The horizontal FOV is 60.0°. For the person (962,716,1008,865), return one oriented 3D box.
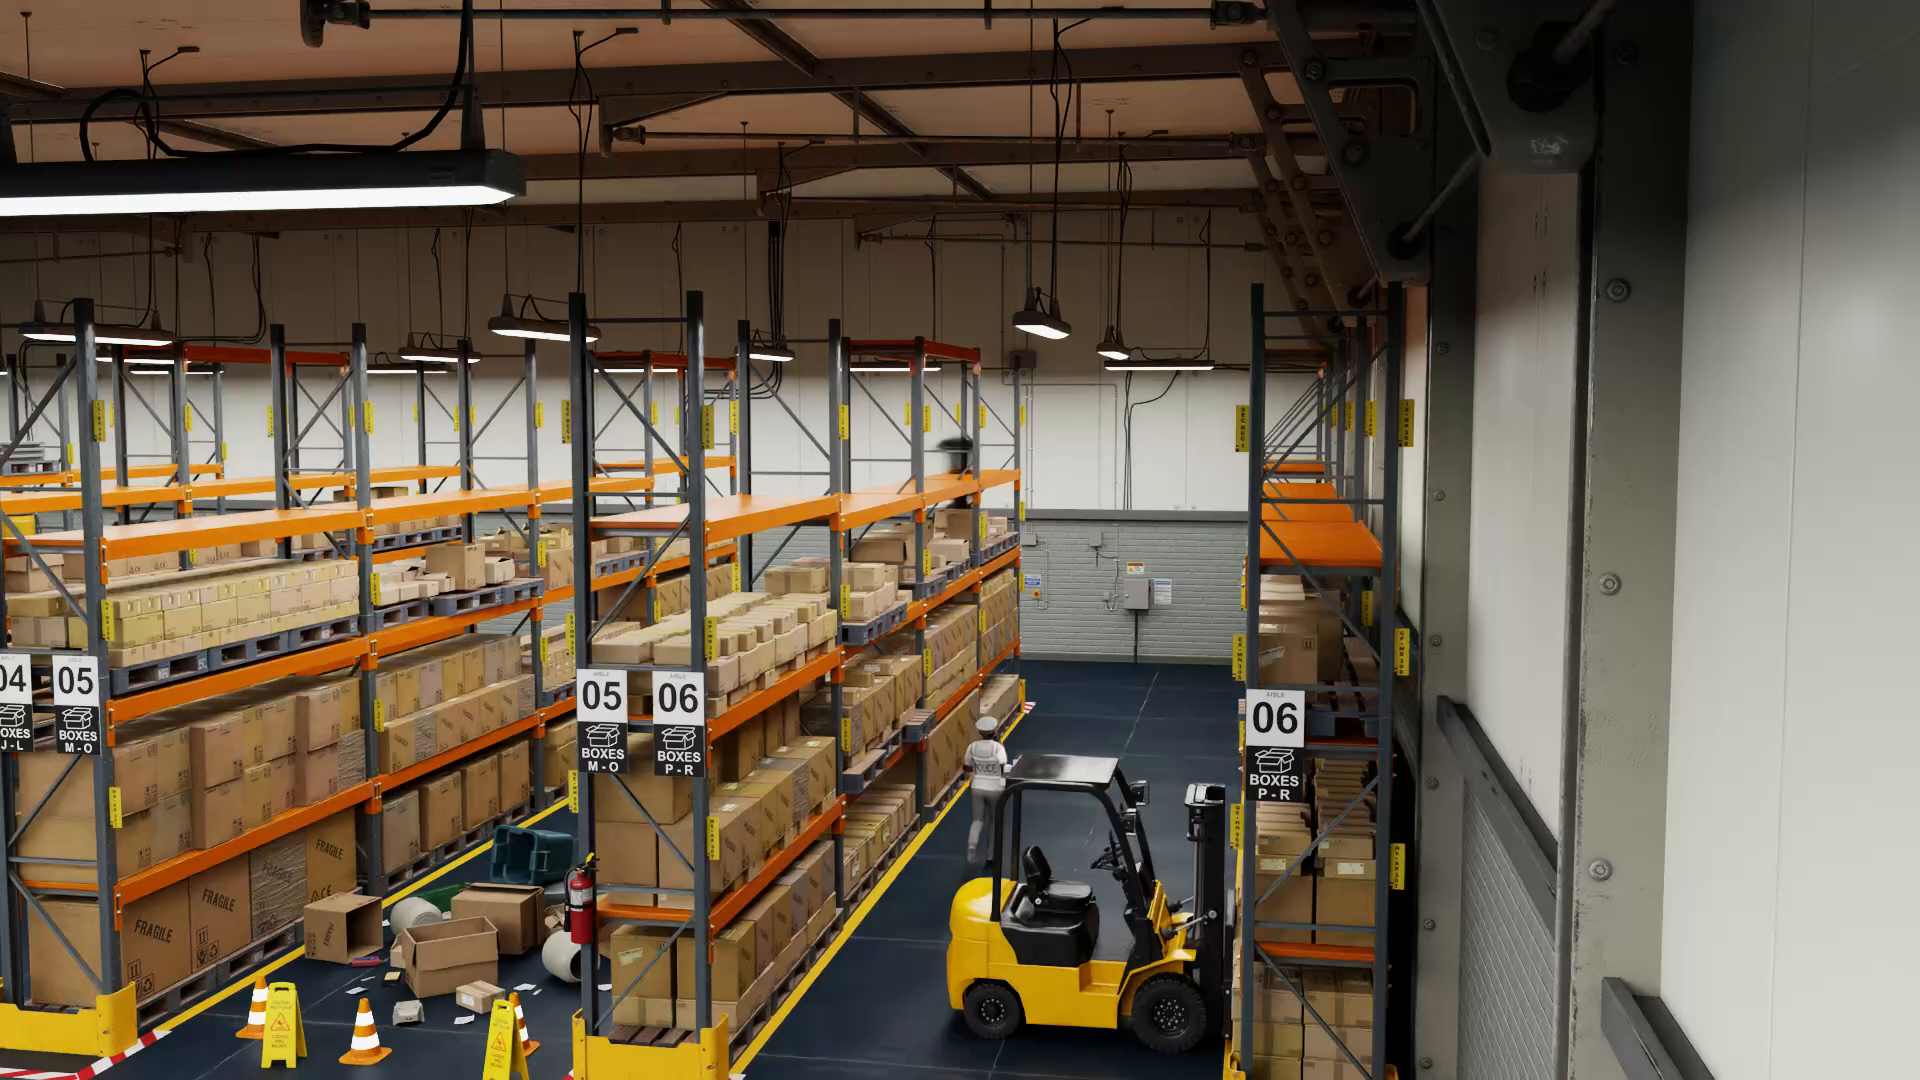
[{"bbox_3d":[0.292,2.818,18.607,0.580,1.674,0.858,1,5,14],"label":"person"}]
